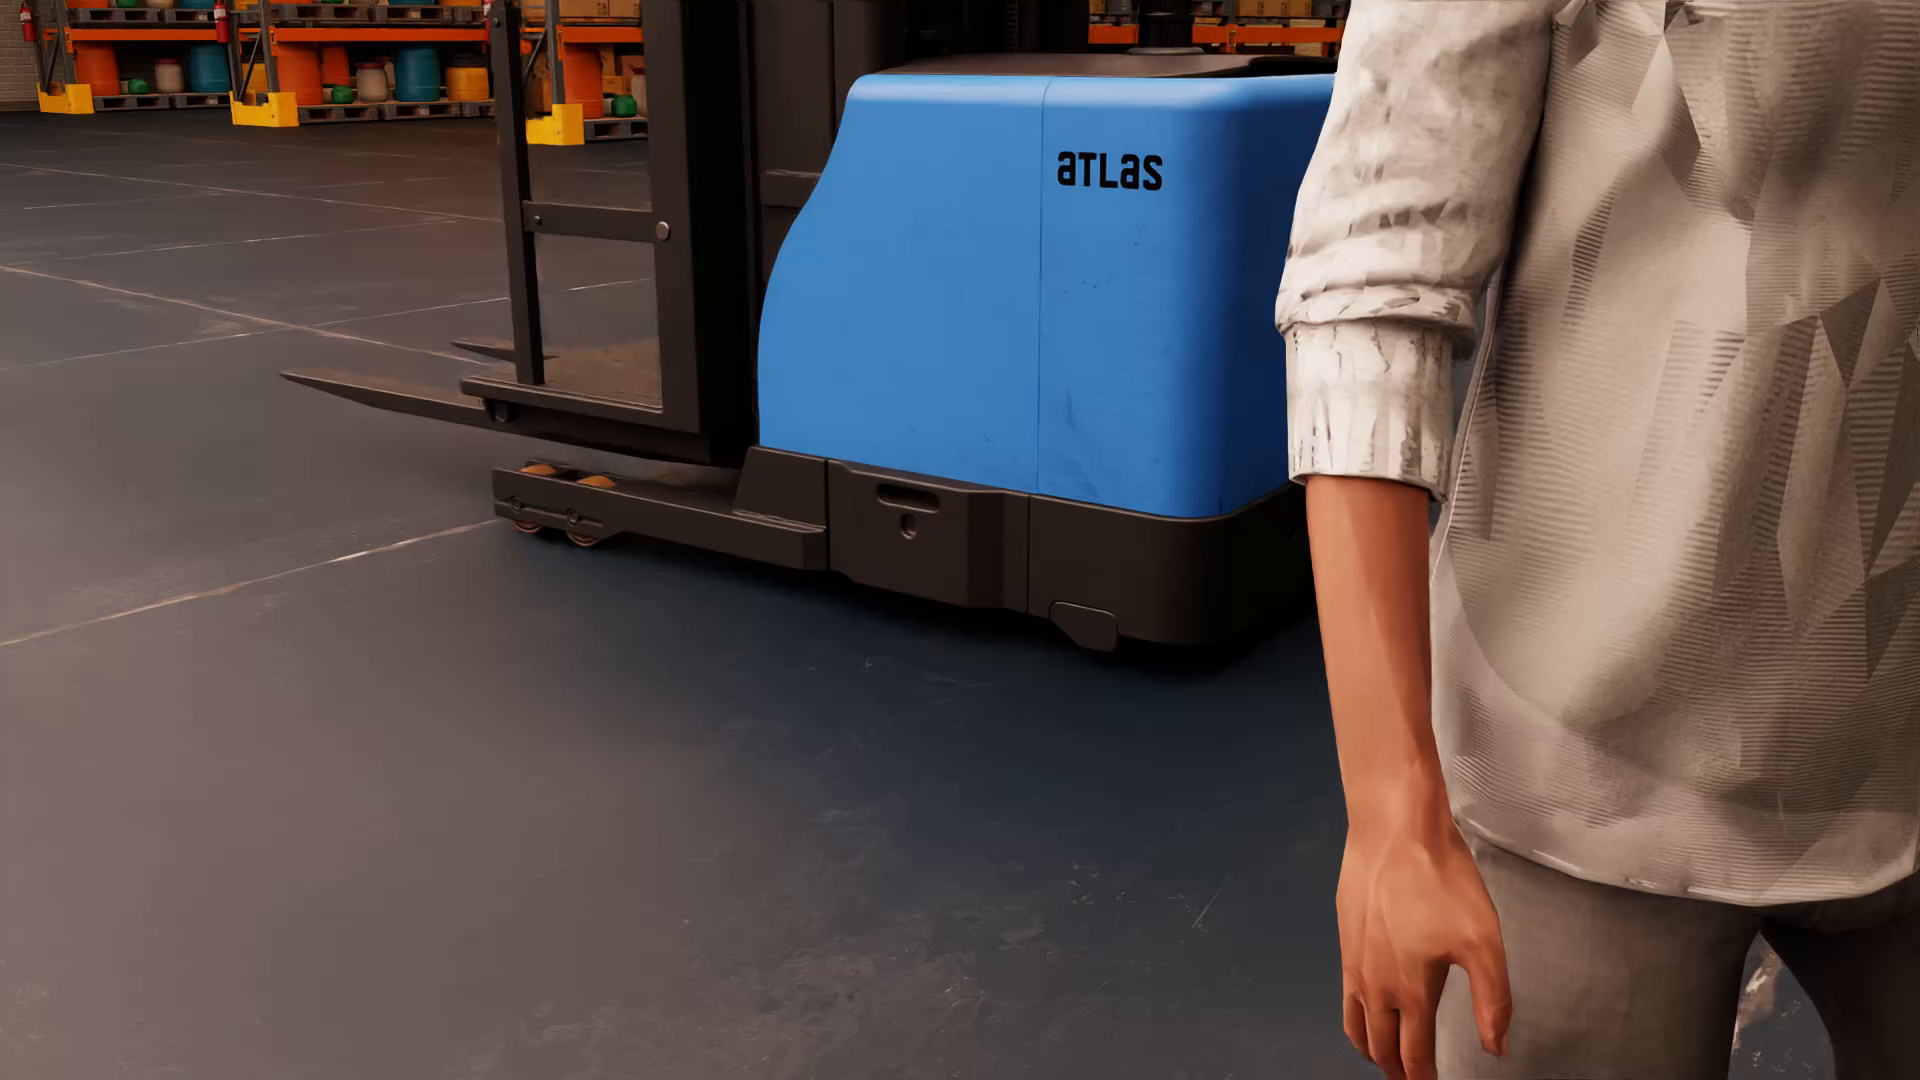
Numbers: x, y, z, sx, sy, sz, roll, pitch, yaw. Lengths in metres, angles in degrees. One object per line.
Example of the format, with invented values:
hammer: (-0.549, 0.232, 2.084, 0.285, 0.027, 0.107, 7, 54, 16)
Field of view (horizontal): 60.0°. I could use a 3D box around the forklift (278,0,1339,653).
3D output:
forklift: (-0.511, -1.500, 3.839, 3.031, 2.935, 1.130, 11, 20, 33)
